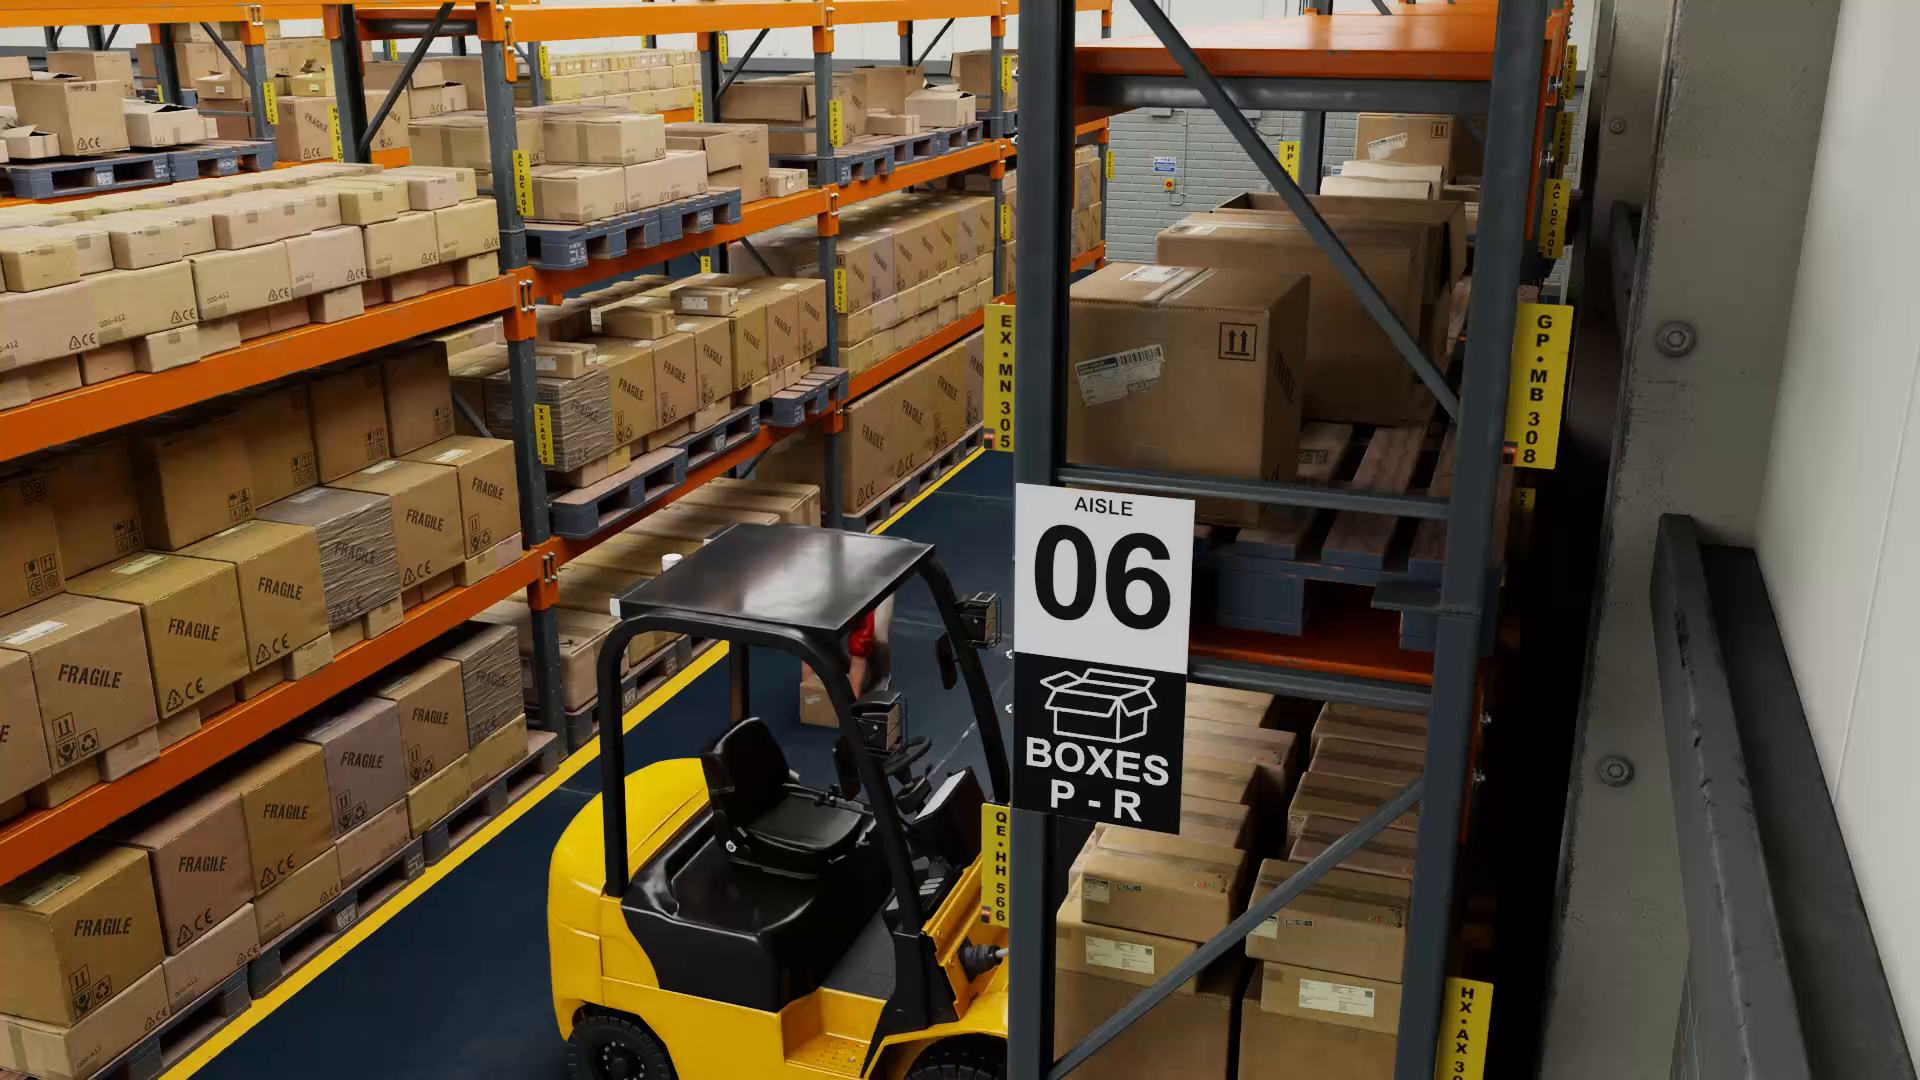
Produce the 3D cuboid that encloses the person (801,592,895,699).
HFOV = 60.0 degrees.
[{"bbox_3d":[-0.700,0.593,10.264,0.545,0.845,0.957,6,19,16],"label":"person"}]
